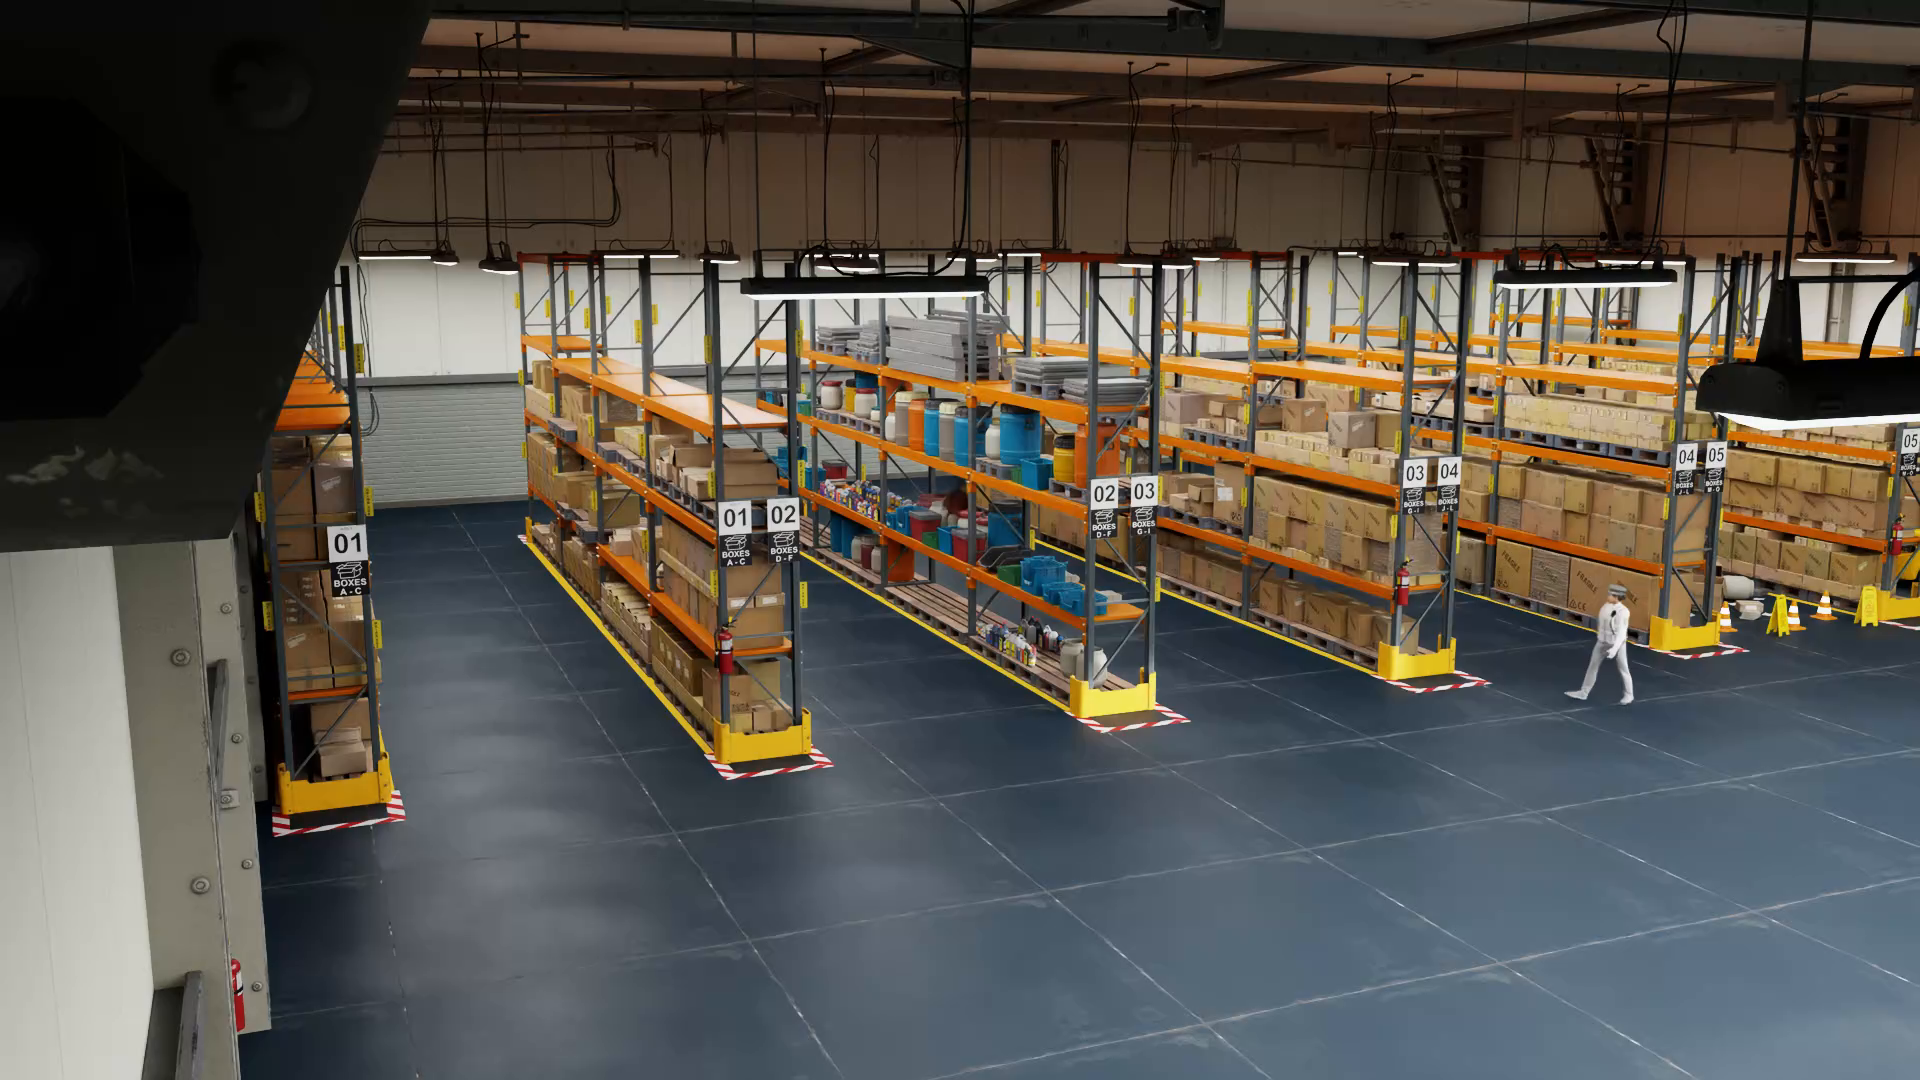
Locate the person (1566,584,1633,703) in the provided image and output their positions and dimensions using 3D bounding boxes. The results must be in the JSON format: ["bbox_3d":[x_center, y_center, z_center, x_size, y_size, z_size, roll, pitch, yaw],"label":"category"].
[{"bbox_3d":[8.828,1.411,22.732,0.772,1.646,0.638,-6,12,-31],"label":"person"}]

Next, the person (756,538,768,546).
[{"bbox_3d":[-3.792,-0.350,32.249,0.592,1.722,0.822,-1,10,-7],"label":"person"}]
